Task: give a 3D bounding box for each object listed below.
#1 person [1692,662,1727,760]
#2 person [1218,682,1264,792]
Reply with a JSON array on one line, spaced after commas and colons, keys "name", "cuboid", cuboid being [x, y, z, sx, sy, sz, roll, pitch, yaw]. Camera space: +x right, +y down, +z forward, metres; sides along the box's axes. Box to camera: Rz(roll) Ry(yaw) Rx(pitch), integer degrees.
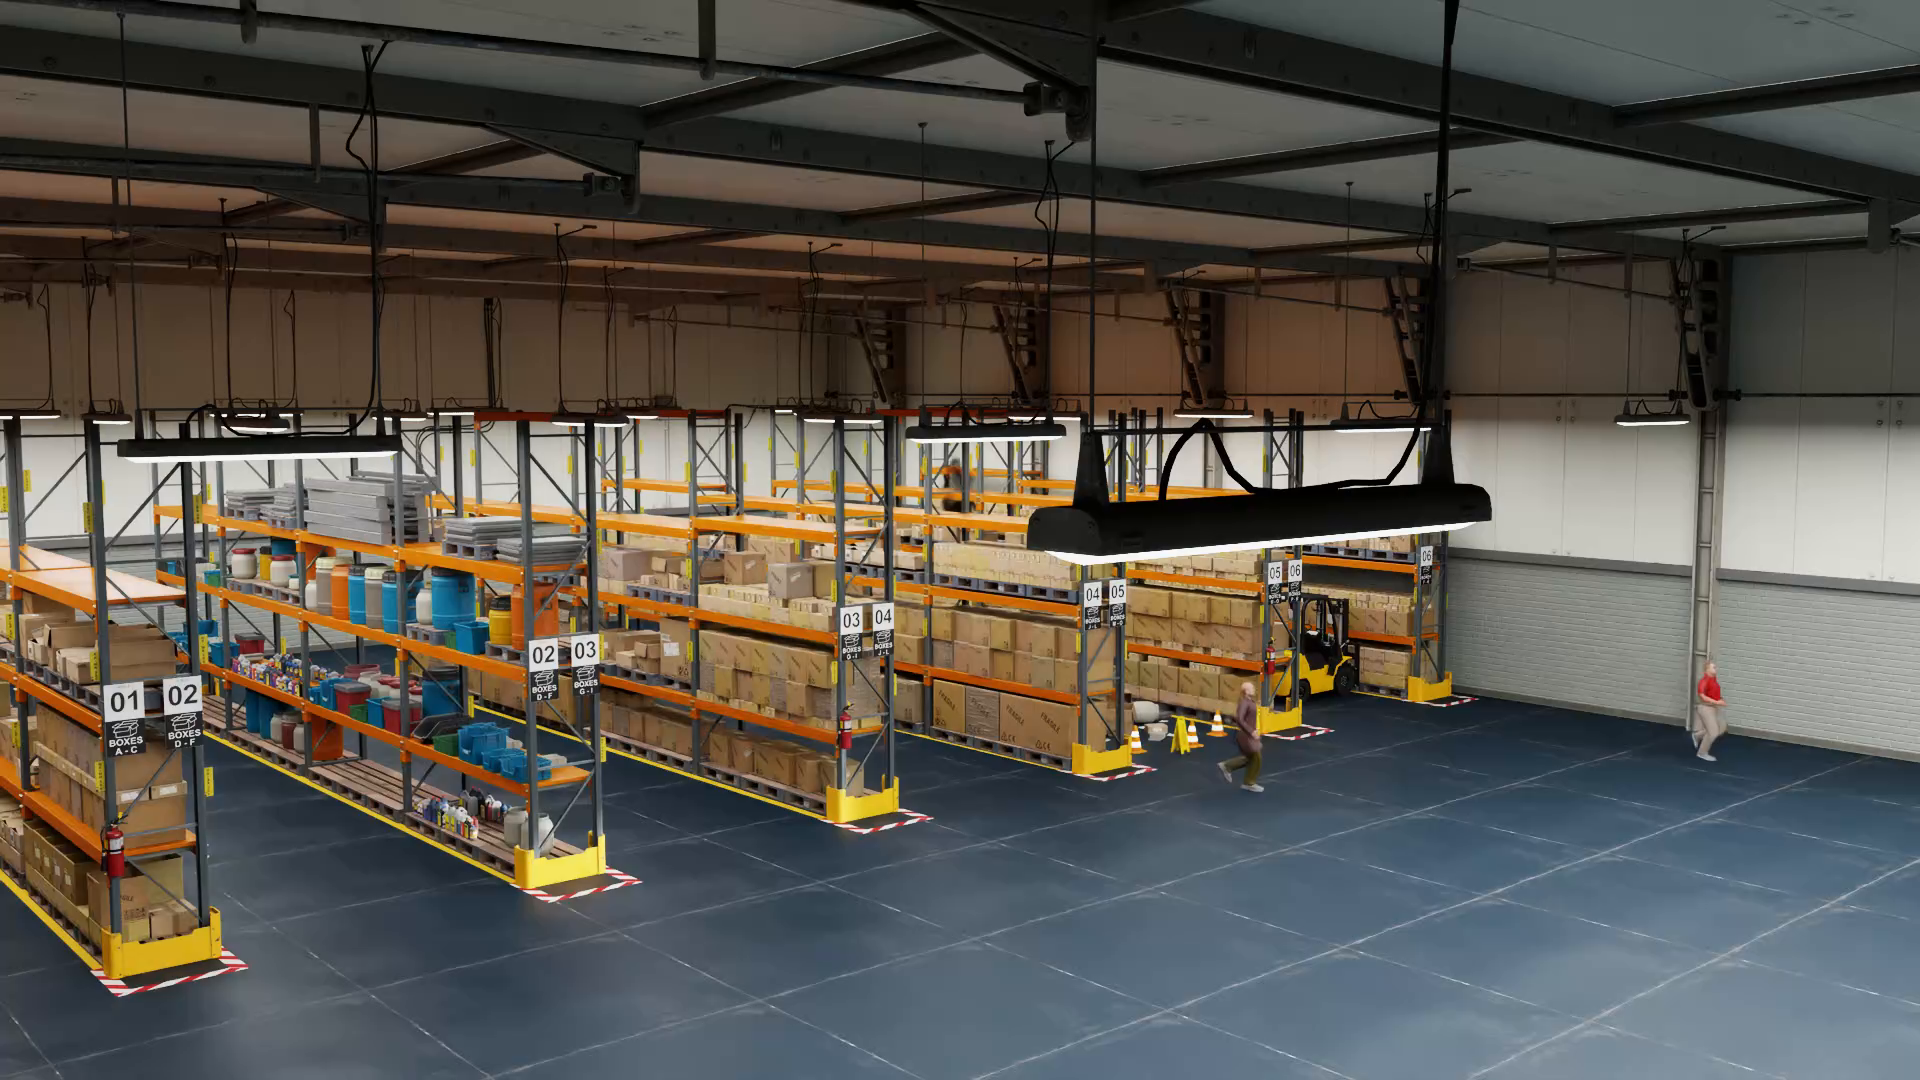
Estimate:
[{"name": "person", "cuboid": [13.005, 2.965, 28.845, 0.612, 1.687, 0.705, 4, 6, 38]}, {"name": "person", "cuboid": [4.509, 3.136, 26.601, 0.735, 1.744, 0.736, 1, 5, 10]}]
